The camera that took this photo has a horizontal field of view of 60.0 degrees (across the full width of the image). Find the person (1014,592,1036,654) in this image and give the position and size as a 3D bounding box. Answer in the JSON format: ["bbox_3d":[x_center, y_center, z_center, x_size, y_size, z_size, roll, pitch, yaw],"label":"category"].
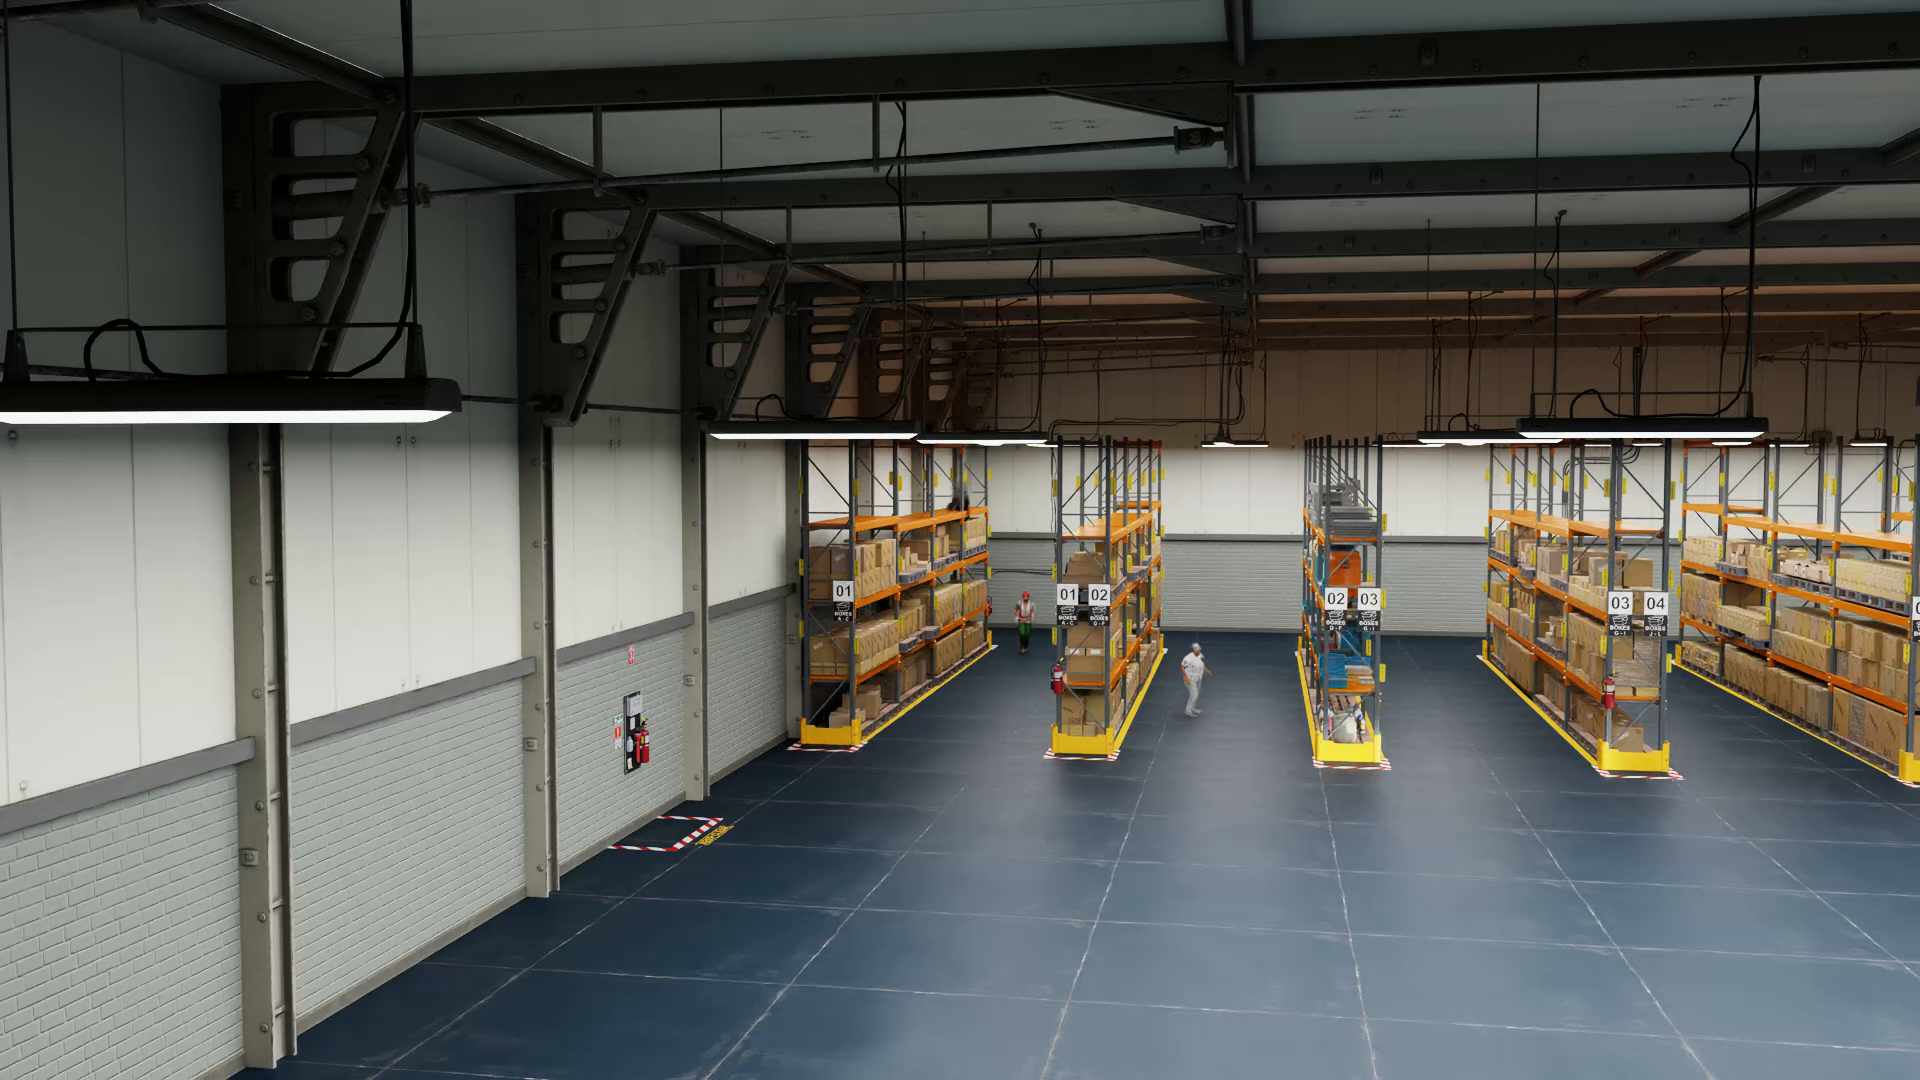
[{"bbox_3d":[1.841,2.328,46.780,0.590,1.773,0.790,0,3,-7],"label":"person"}]

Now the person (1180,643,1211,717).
[{"bbox_3d":[5.080,3.011,35.908,0.671,1.607,0.768,-3,4,-41],"label":"person"}]
